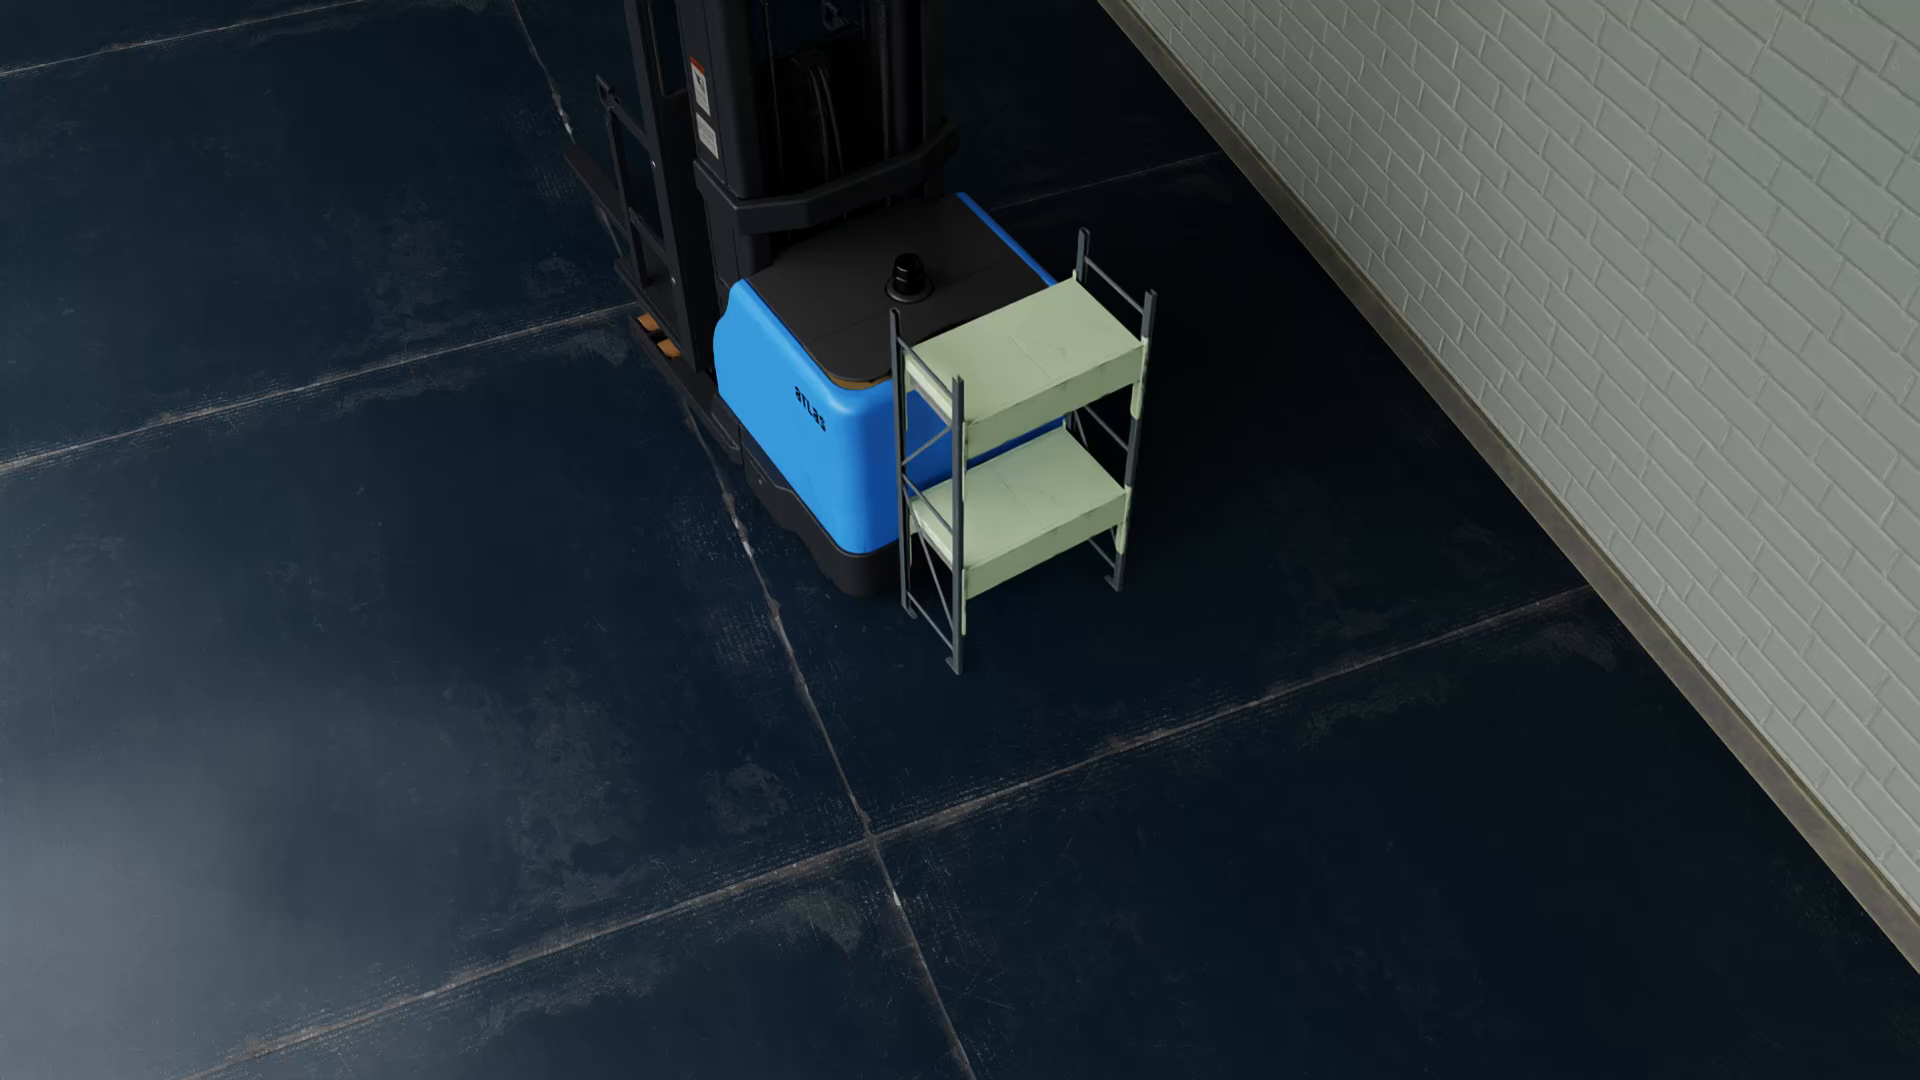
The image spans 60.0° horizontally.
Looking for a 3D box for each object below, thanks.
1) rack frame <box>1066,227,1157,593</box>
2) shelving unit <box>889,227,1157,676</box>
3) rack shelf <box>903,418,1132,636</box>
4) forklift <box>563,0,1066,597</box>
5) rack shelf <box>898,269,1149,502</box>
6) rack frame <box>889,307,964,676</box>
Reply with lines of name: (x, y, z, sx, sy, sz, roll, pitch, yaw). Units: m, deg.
rack frame: (0.510, -0.417, 5.960, 0.023, 1.500, 0.400, -26, 54, -21)
shelving unit: (0.202, -0.266, 5.831, 0.755, 1.500, 0.431, -26, 54, -21)
rack shelf: (0.202, -0.054, 6.078, 0.720, 0.370, 0.431, -26, 54, -21)
forklift: (-0.784, -1.840, 6.239, 1.130, 2.935, 3.031, -26, 54, -21)
rack shelf: (0.202, -0.520, 5.534, 0.720, 0.370, 0.431, -26, 54, -21)
rack frame: (-0.106, -0.116, 5.701, 0.023, 1.500, 0.400, -26, 54, -21)
